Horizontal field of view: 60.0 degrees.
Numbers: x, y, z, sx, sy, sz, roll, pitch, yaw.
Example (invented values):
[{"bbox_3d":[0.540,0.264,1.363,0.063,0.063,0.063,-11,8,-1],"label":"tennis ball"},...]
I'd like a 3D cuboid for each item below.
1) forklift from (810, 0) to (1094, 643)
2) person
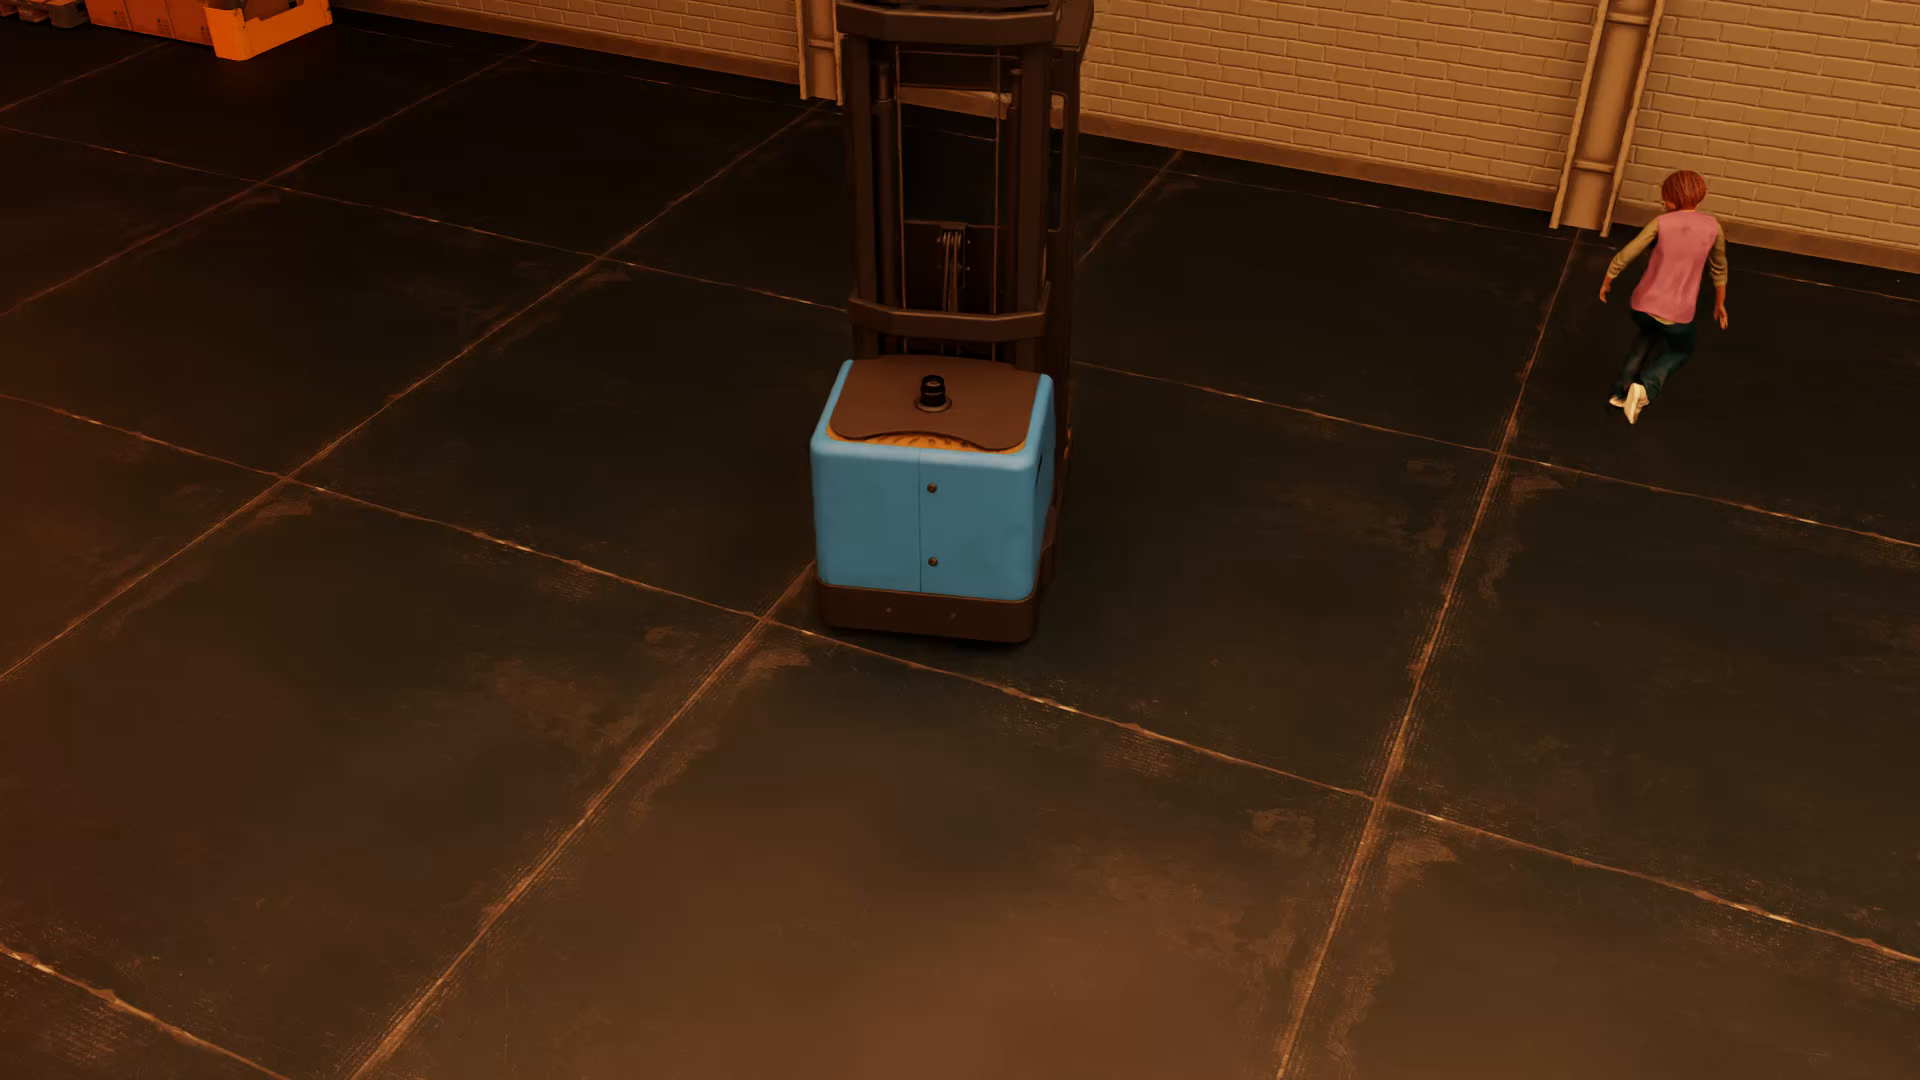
[{"bbox_3d":[0.040,-1.557,8.269,1.130,2.935,3.031,5,36,7],"label":"forklift"},{"bbox_3d":[3.922,-1.322,9.291,0.692,1.392,0.583,19,40,25],"label":"person"}]
